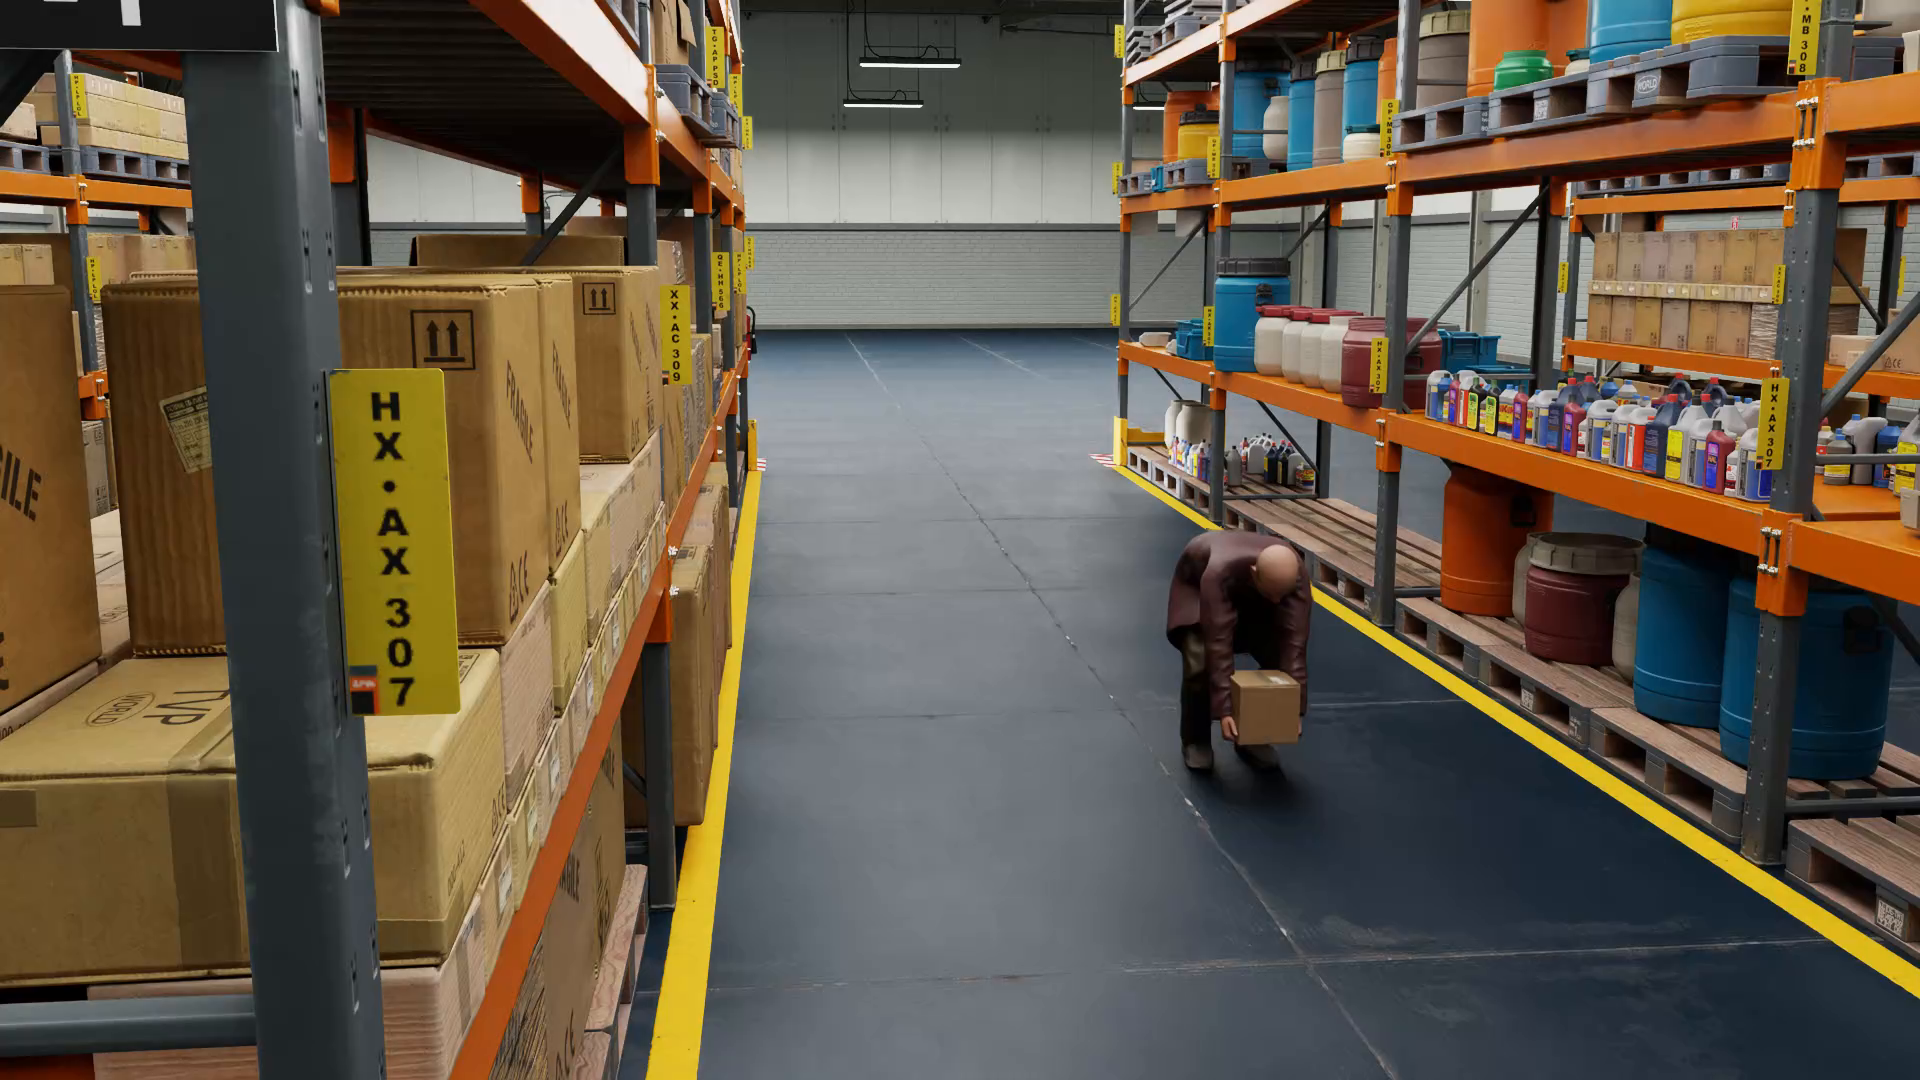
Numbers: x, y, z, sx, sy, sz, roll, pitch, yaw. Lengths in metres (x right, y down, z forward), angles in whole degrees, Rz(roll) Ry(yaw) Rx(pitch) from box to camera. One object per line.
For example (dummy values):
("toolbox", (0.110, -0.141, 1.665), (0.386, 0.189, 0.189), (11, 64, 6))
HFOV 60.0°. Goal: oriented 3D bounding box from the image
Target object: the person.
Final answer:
("person", (1.213, 0.491, 7.172), (0.590, 1.071, 0.943), (-2, 10, -9))
